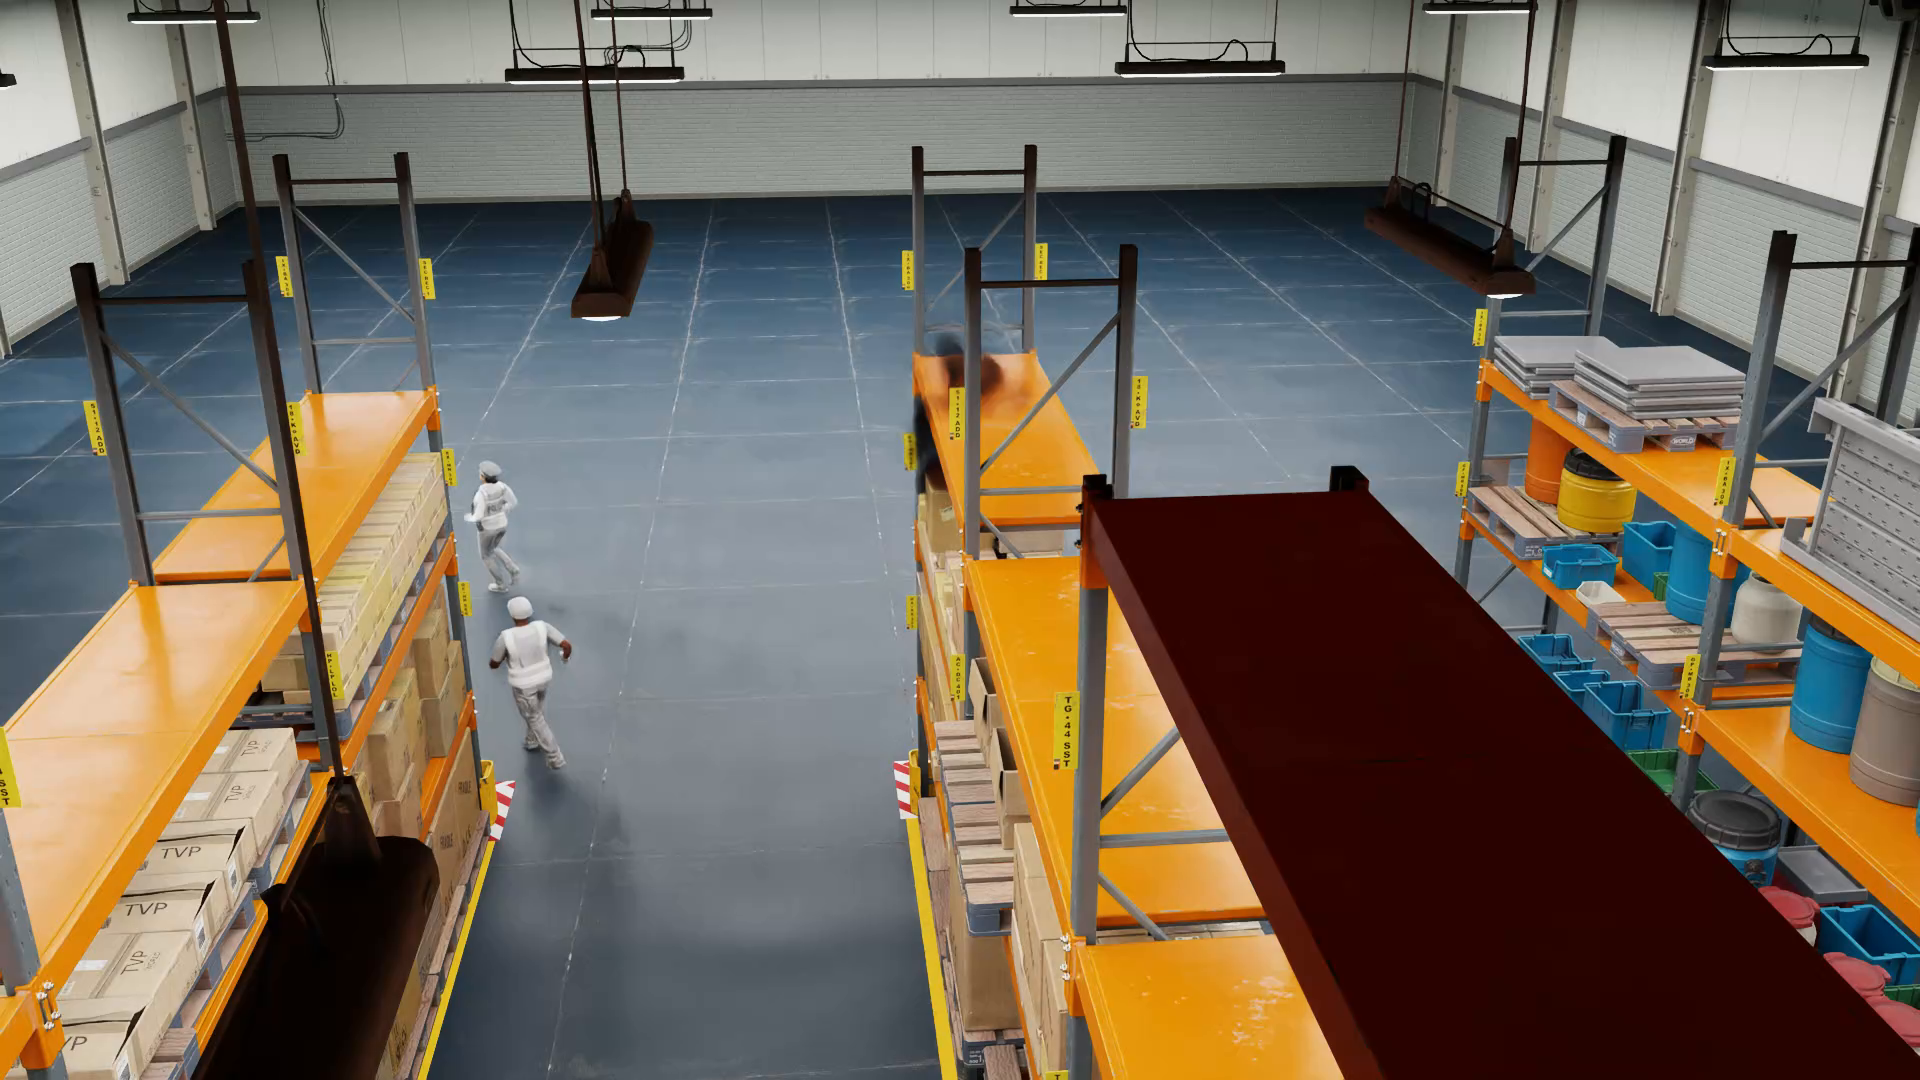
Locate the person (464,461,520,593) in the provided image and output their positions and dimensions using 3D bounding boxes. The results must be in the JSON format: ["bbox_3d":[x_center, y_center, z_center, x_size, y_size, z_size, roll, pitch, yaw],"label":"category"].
[{"bbox_3d":[-5.559,-0.175,19.846,0.564,1.645,0.514,12,25,28],"label":"person"}]

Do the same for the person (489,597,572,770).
[{"bbox_3d":[-4.098,1.344,15.801,0.903,1.805,0.761,20,29,41],"label":"person"}]
